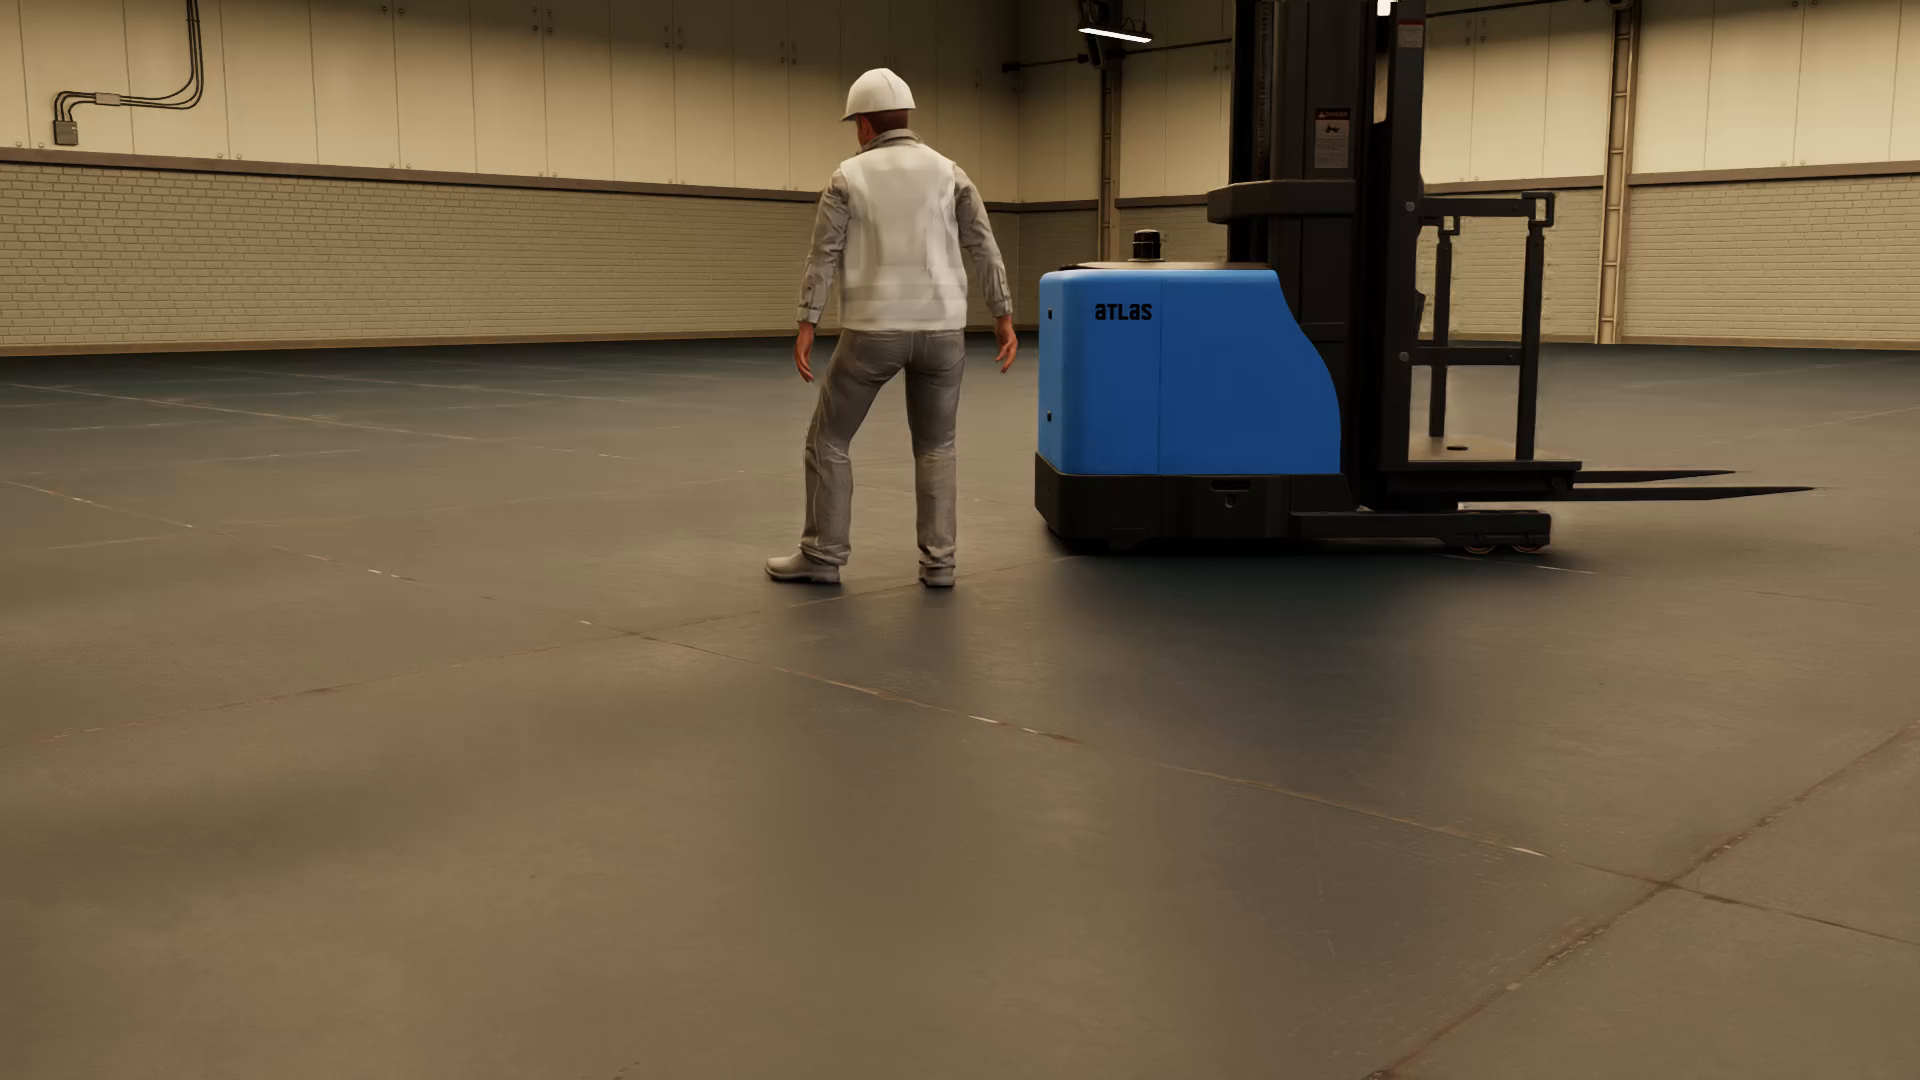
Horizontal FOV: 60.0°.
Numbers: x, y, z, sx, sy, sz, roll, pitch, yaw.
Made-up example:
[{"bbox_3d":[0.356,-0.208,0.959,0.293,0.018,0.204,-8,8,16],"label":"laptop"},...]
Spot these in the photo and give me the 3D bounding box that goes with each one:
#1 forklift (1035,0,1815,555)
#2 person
[{"bbox_3d":[1.860,-1.472,6.648,3.031,2.935,1.130,0,9,-3],"label":"forklift"},{"bbox_3d":[-0.242,-0.719,5.691,0.853,1.745,0.459,-2,9,-12],"label":"person"}]
